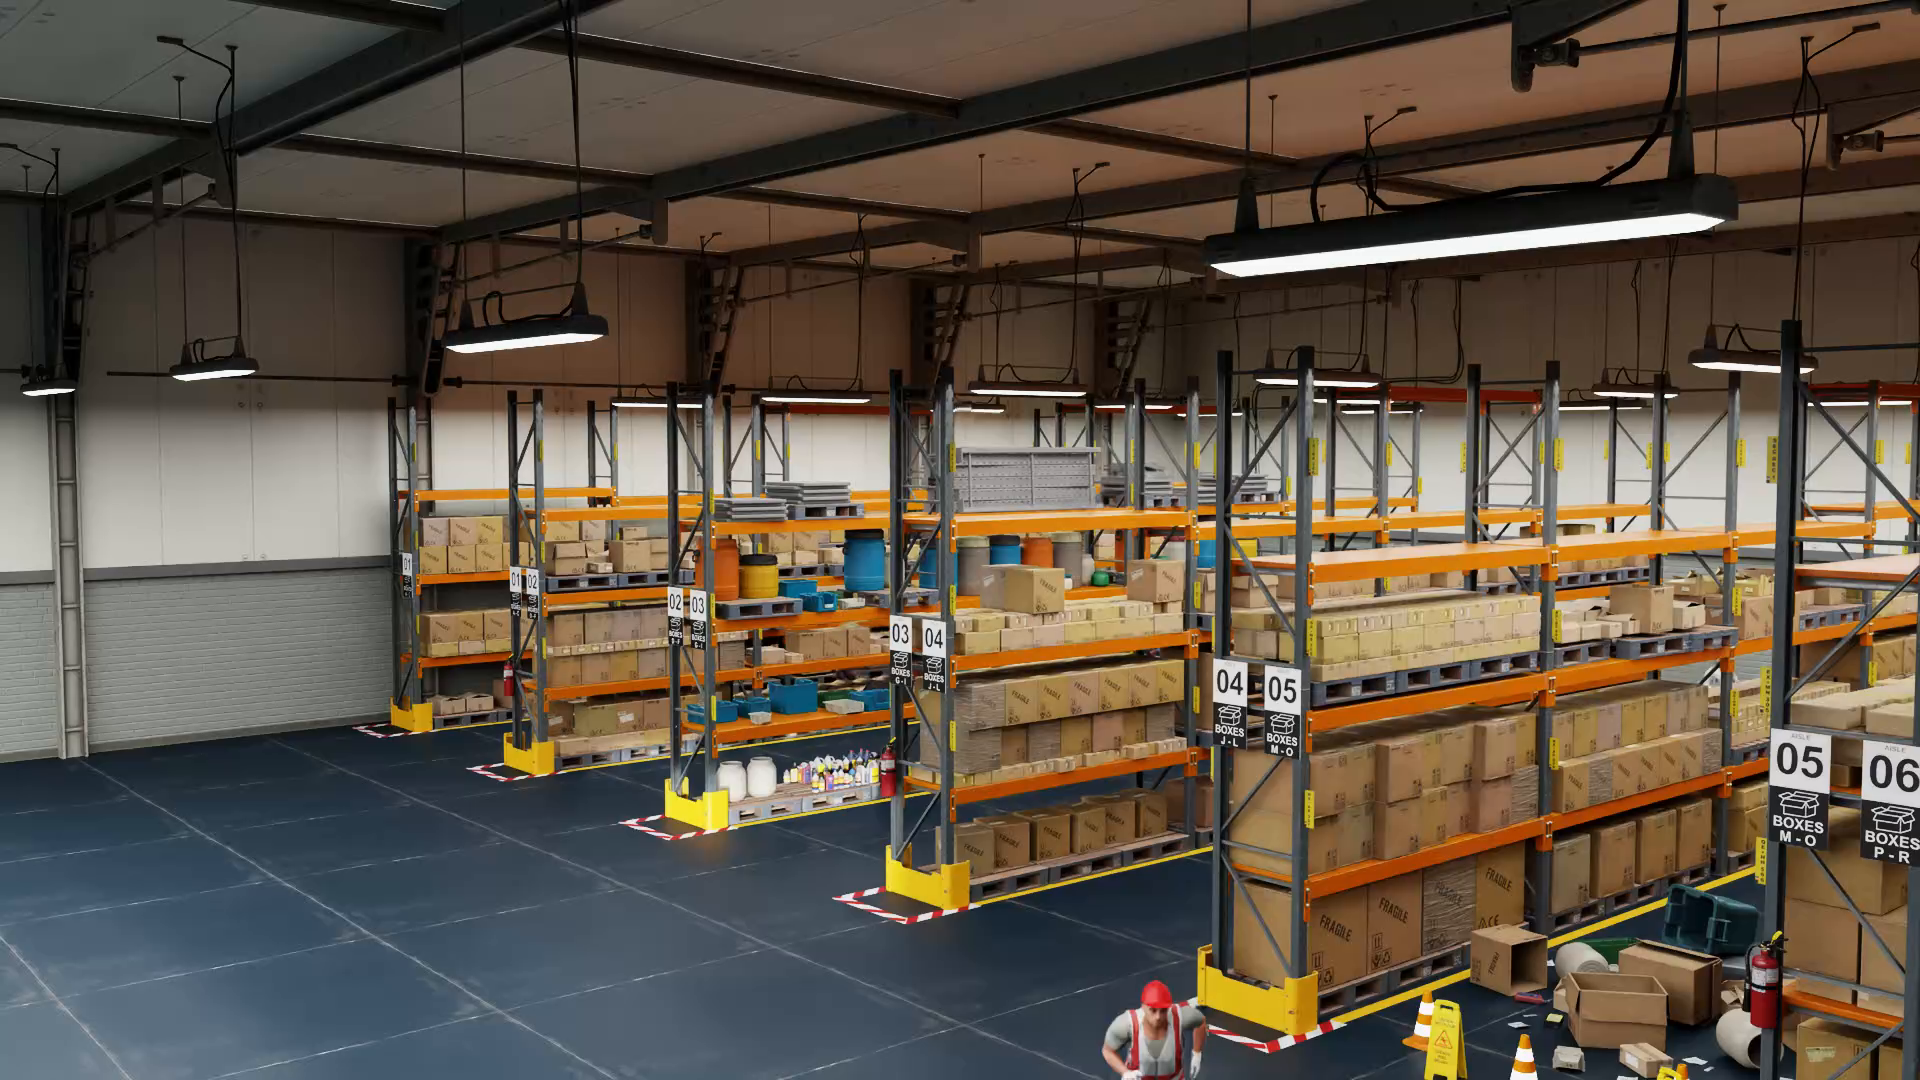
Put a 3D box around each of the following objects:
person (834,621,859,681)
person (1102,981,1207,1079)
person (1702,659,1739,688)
[{"bbox_3d":[-2.273,2.158,32.726,0.799,1.632,0.593,-3,5,-44],"label":"person"},{"bbox_3d":[1.286,3.687,11.093,0.703,1.730,1.024,0,3,-1],"label":"person"},{"bbox_3d":[13.097,2.701,28.506,0.622,1.622,0.522,-1,3,-9],"label":"person"}]
